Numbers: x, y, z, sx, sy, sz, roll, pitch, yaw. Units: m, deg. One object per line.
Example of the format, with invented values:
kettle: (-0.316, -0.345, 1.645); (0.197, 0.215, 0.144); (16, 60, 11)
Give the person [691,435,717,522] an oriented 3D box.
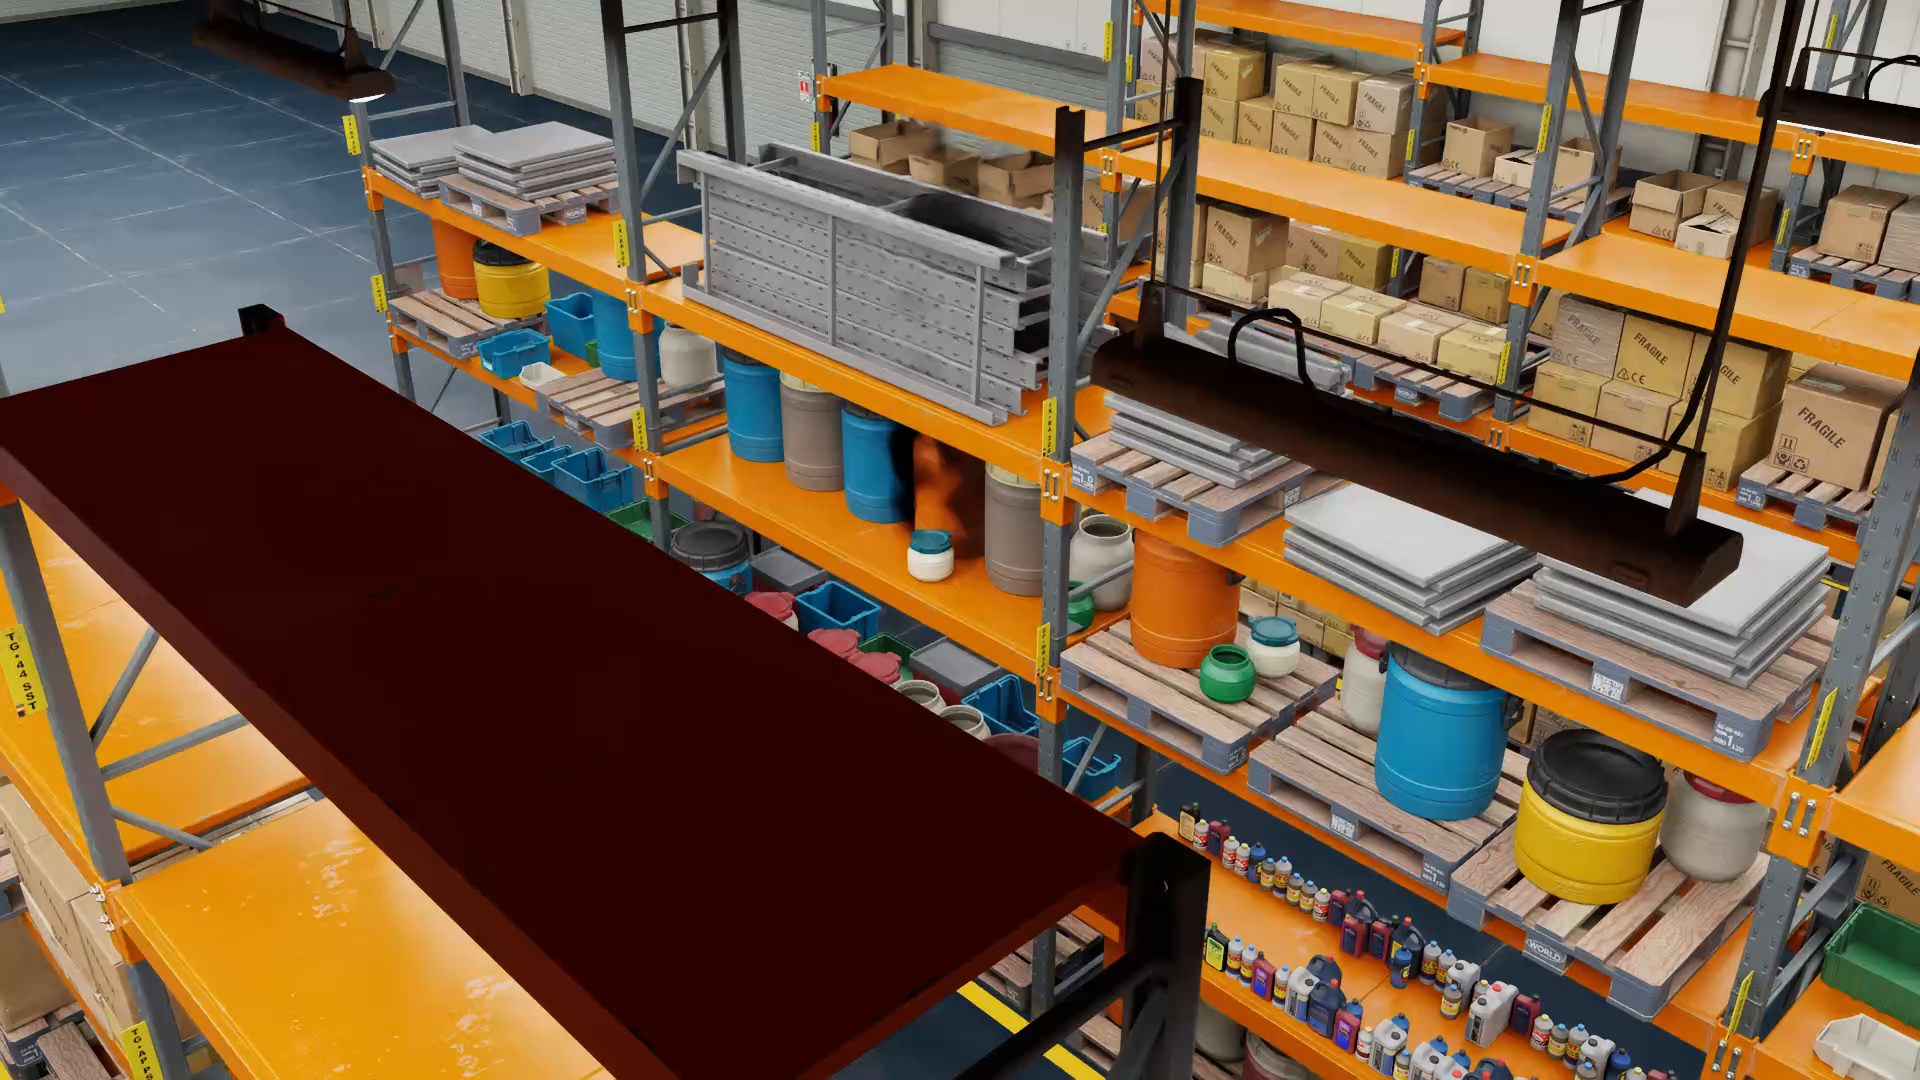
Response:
person: (-2.389, -0.400, 15.848); (0.845, 1.643, 0.589); (19, 34, 31)
